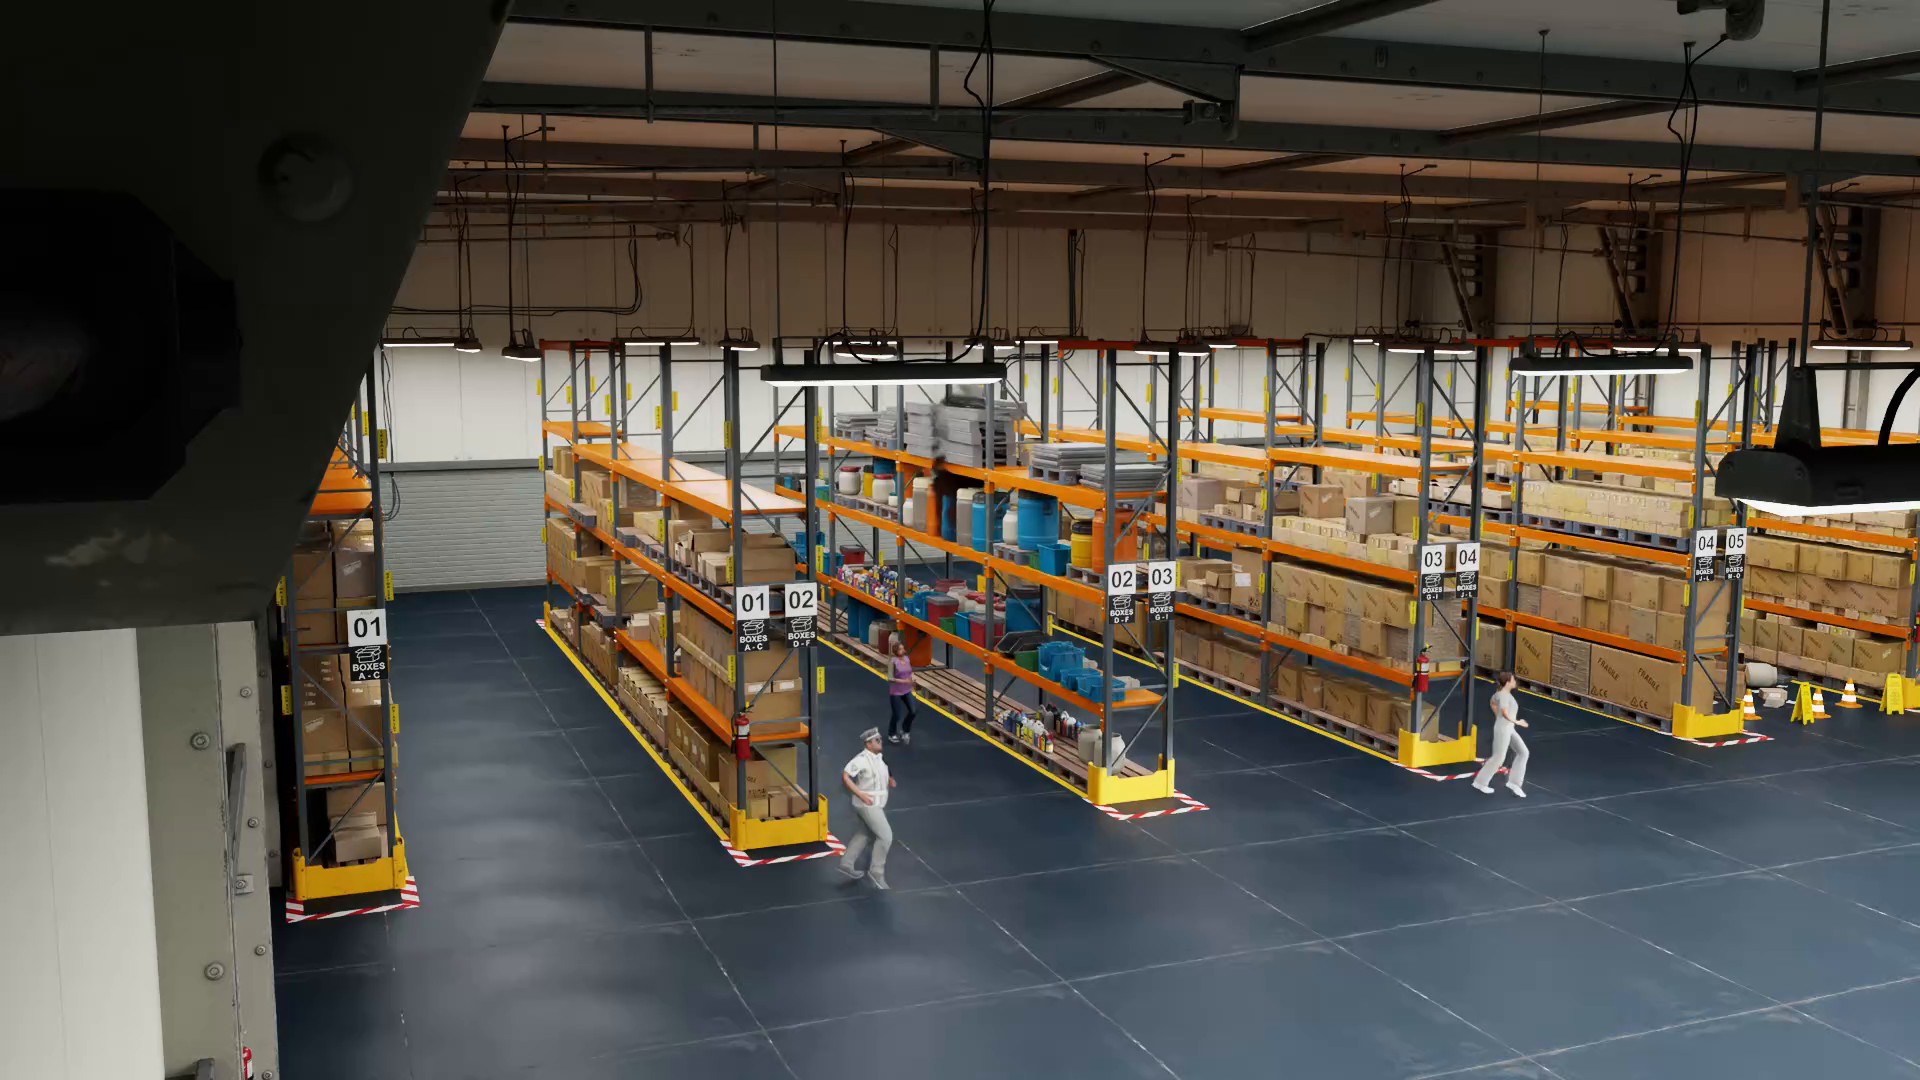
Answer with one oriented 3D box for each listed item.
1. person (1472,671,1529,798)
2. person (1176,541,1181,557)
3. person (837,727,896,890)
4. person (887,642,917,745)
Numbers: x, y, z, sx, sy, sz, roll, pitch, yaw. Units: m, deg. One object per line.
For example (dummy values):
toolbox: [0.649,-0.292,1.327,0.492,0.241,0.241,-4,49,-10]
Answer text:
person: [7.322,2.603,22.452,0.701,1.683,0.612,3,8,21]
person: [4.801,0.601,37.837,0.573,1.708,0.839,-3,8,-19]
person: [-1.059,3.021,18.879,0.682,1.856,0.683,2,8,12]
person: [-0.868,2.303,24.920,0.510,1.578,0.644,-5,9,-31]
